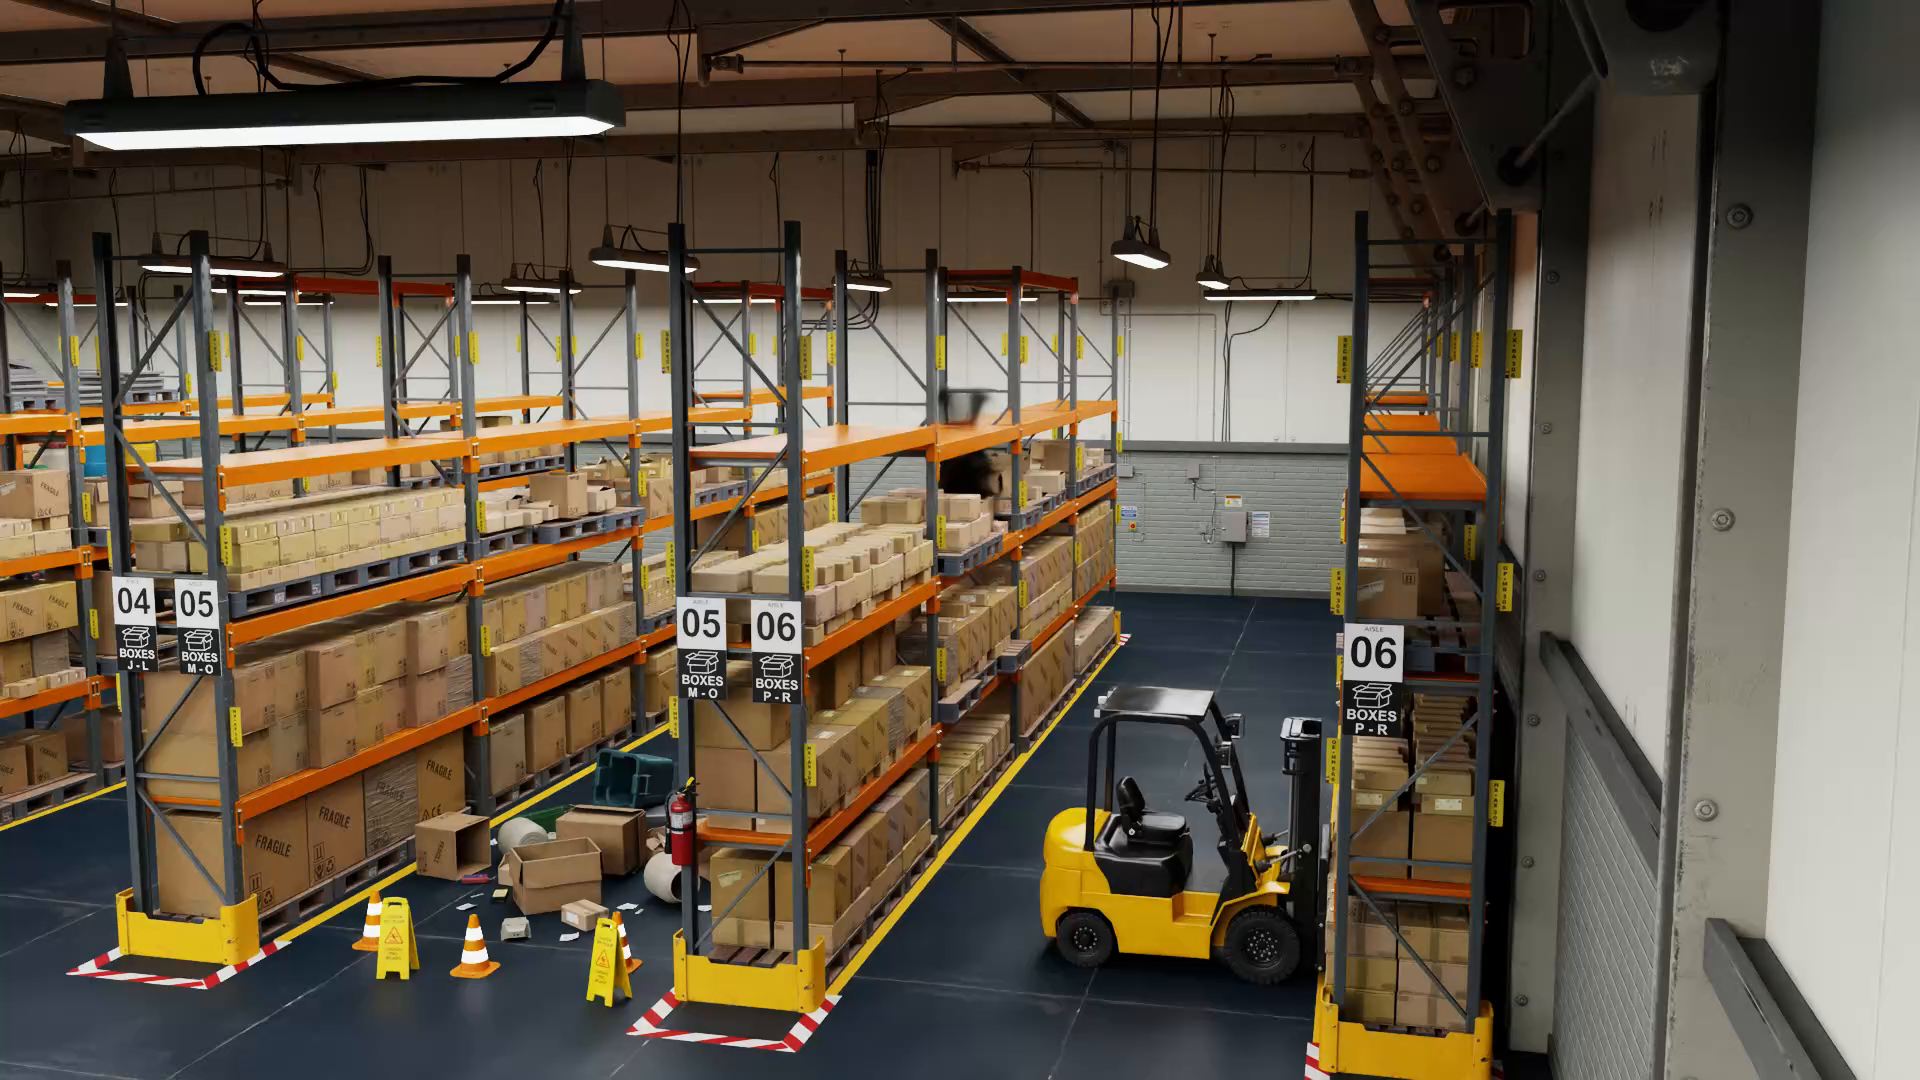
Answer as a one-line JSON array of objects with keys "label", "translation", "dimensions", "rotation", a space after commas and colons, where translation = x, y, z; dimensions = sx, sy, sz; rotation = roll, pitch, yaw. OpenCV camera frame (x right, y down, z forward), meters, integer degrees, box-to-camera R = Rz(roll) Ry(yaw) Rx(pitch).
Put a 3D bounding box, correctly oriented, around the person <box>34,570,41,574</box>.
[{"label": "person", "translation": [-15.646, 0.843, 28.883], "dimensions": [0.694, 1.623, 0.864], "rotation": [-1, 7, -10]}]
